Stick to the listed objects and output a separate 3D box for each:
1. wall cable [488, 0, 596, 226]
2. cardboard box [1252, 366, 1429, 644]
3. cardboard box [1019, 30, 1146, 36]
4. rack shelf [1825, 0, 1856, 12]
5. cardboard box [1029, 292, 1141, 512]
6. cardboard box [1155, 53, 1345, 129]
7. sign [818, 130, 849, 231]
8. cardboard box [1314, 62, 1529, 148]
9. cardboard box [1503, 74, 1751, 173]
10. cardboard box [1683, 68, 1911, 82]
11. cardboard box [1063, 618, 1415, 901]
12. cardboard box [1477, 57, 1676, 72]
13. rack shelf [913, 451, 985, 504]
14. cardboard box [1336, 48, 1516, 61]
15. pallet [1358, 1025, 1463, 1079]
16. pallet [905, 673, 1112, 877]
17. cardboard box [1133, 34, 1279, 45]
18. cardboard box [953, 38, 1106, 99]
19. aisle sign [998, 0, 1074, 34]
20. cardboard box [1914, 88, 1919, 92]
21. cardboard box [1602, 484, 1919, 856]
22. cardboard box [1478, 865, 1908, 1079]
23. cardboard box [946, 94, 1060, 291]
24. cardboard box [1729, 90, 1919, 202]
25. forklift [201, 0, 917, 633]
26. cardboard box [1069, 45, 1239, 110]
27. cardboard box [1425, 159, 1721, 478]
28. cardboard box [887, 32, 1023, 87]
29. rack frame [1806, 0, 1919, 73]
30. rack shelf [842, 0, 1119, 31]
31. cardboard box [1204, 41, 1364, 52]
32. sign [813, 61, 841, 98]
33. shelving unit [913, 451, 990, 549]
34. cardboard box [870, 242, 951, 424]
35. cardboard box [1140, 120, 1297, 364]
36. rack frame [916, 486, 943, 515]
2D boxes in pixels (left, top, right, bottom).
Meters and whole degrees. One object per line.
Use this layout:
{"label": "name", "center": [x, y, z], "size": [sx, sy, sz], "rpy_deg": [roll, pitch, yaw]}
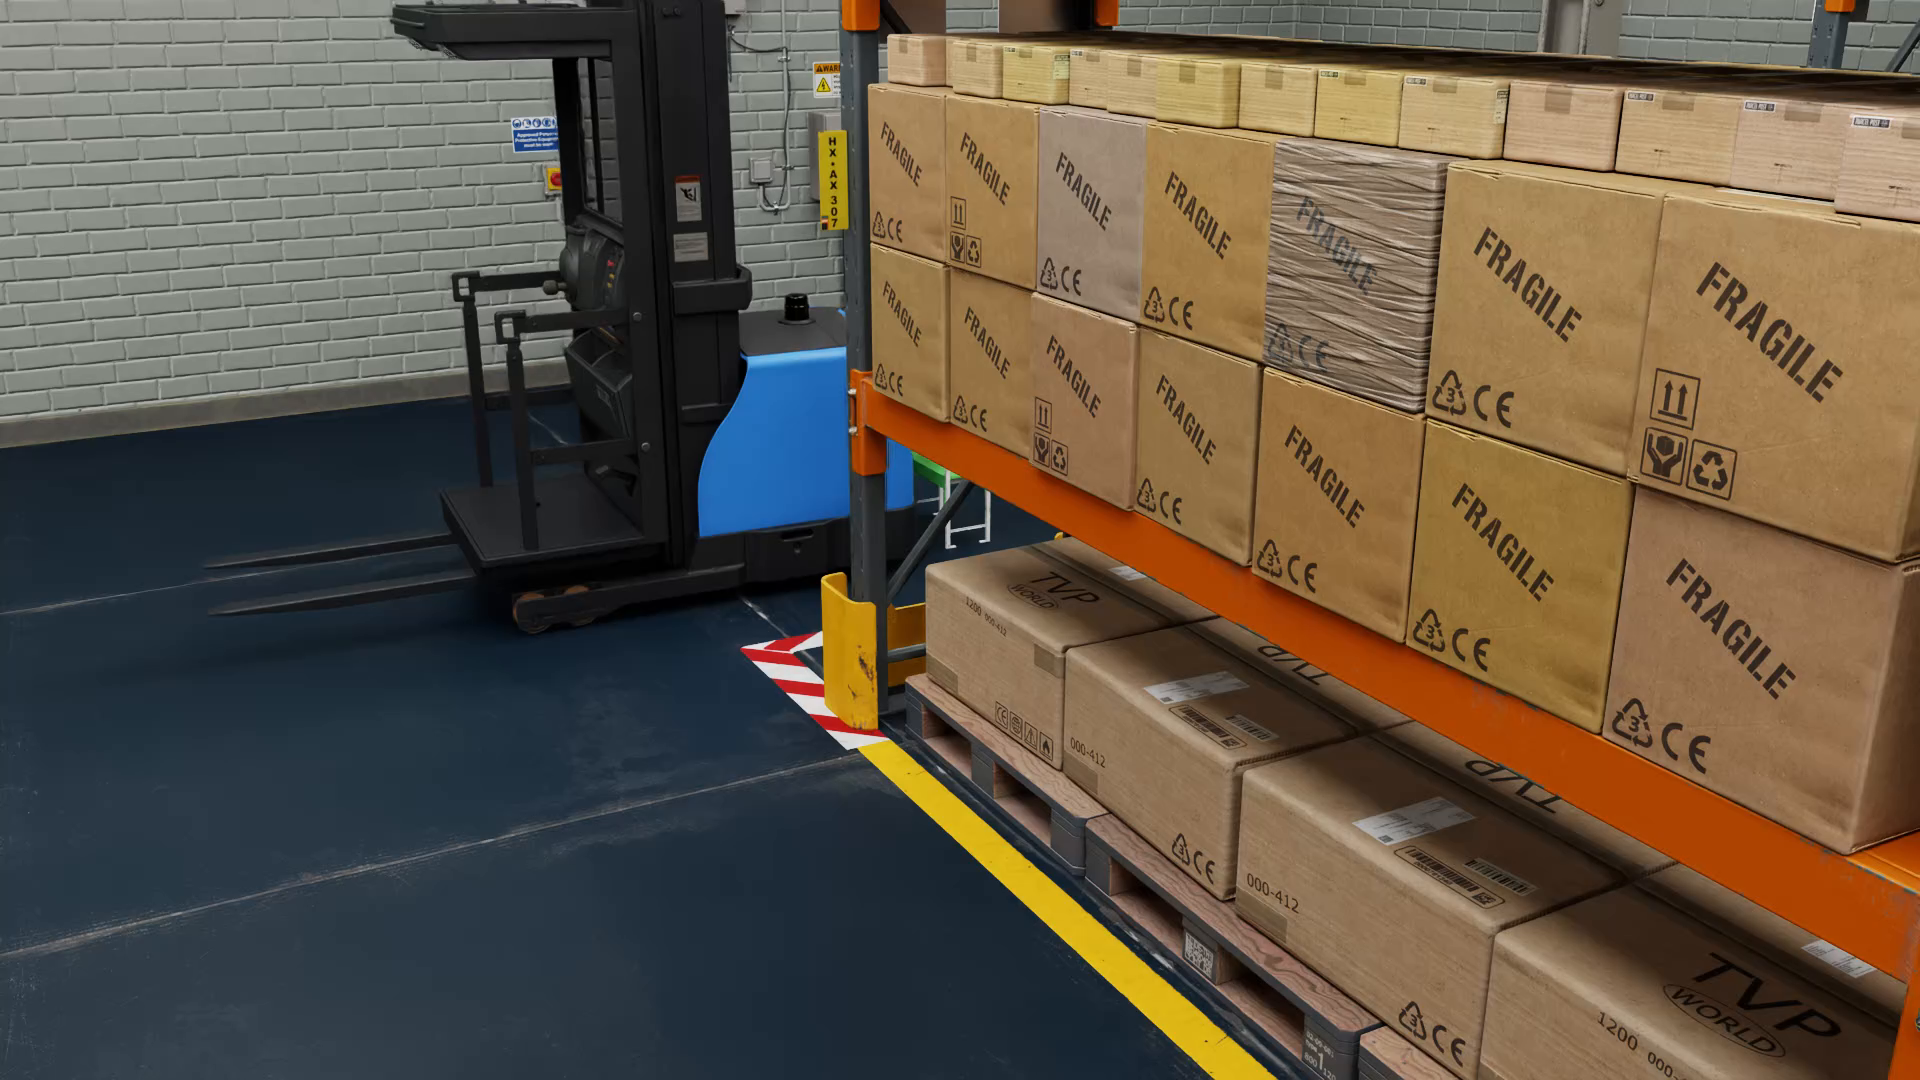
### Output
{"label": "wall cable", "center": [-2.630, -2.953, 10.484], "size": [0.585, 1.953, 0.123], "rpy_deg": [-10, 21, -27]}
{"label": "cardboard box", "center": [1.021, -0.124, 3.739], "size": [0.500, 0.500, 0.500], "rpy_deg": [-10, 22, -27]}
{"label": "cardboard box", "center": [0.415, -1.597, 5.480], "size": [0.380, 0.149, 0.250], "rpy_deg": [-10, 21, -26]}
{"label": "rack shelf", "center": [5.384, -2.116, 6.170], "size": [1.077, 0.370, 4.000], "rpy_deg": [-10, 21, -27]}
{"label": "cardboard box", "center": [0.534, -0.418, 4.590], "size": [0.500, 0.500, 0.500], "rpy_deg": [-10, 21, -27]}
{"label": "cardboard box", "center": [0.692, -1.073, 3.960], "size": [0.380, 0.149, 0.250], "rpy_deg": [-11, 22, -28]}
{"label": "sign", "center": [-0.423, -1.205, 5.576], "size": [0.100, 0.325, 0.005], "rpy_deg": [-10, 21, -27]}
{"label": "cardboard box", "center": [0.990, -0.937, 3.567], "size": [0.380, 0.149, 0.250], "rpy_deg": [-10, 22, -28]}
{"label": "cardboard box", "center": [1.265, -0.795, 3.157], "size": [0.380, 0.149, 0.250], "rpy_deg": [-10, 21, -27]}
{"label": "cardboard box", "center": [1.687, -0.870, 3.375], "size": [0.380, 0.149, 0.250], "rpy_deg": [-10, 21, -27]}
{"label": "cardboard box", "center": [0.911, 0.606, 5.062], "size": [0.875, 0.438, 0.875], "rpy_deg": [-9, 21, -25]}
{"label": "cardboard box", "center": [1.395, -1.010, 3.781], "size": [0.380, 0.149, 0.250], "rpy_deg": [-10, 21, -27]}
{"label": "rack shelf", "center": [-0.079, -0.327, 8.173], "size": [0.258, 0.148, 0.480], "rpy_deg": [-10, 21, -27]}
{"label": "cardboard box", "center": [1.177, -1.161, 4.217], "size": [0.380, 0.149, 0.250], "rpy_deg": [-9, 21, -25]}
{"label": "pallet", "center": [1.675, 1.394, 3.769], "size": [1.003, 0.211, 1.213], "rpy_deg": [-10, 21, -27]}
{"label": "pallet", "center": [0.516, 0.693, 5.799], "size": [1.003, 0.211, 1.213], "rpy_deg": [-10, 21, -27]}
{"label": "cardboard box", "center": [0.753, -1.467, 5.103], "size": [0.380, 0.149, 0.250], "rpy_deg": [-10, 22, -27]}
{"label": "cardboard box", "center": [0.202, -1.368, 4.816], "size": [0.380, 0.149, 0.250], "rpy_deg": [-9, 21, -25]}
{"label": "aisle sign", "center": [0.307, -2.140, 5.749], "size": [0.394, 0.787, 0.004], "rpy_deg": [-10, 21, -27]}
{"label": "cardboard box", "center": [1.910, -0.723, 2.946], "size": [0.380, 0.149, 0.250], "rpy_deg": [-10, 21, -26]}
{"label": "cardboard box", "center": [1.522, 0.165, 2.901], "size": [0.500, 0.500, 0.500], "rpy_deg": [-10, 21, -26]}
{"label": "cardboard box", "center": [1.764, 1.122, 3.567], "size": [0.875, 0.438, 0.875], "rpy_deg": [-10, 22, -27]}
{"label": "cardboard box", "center": [0.297, -1.033, 4.841], "size": [0.500, 0.500, 0.500], "rpy_deg": [-11, 22, -28]}
{"label": "cardboard box", "center": [1.511, -0.652, 2.743], "size": [0.380, 0.149, 0.250], "rpy_deg": [-9, 21, -25]}
{"label": "forklift", "center": [-1.757, -1.190, 7.086], "size": [3.031, 2.935, 1.130], "rpy_deg": [-9, 21, -24]}
{"label": "cardboard box", "center": [0.514, -1.228, 4.410], "size": [0.380, 0.149, 0.250], "rpy_deg": [-10, 21, -26]}
{"label": "cardboard box", "center": [1.266, -0.454, 3.162], "size": [0.500, 0.500, 0.500], "rpy_deg": [-10, 22, -27]}
{"label": "cardboard box", "center": [-0.007, -1.524, 5.270], "size": [0.380, 0.149, 0.250], "rpy_deg": [-9, 21, -26]}
{"label": "rack frame", "center": [4.434, -1.612, 8.206], "size": [1.000, 3.000, 0.127], "rpy_deg": [-10, 21, -27]}
{"label": "rack shelf", "center": [1.018, -1.346, 3.939], "size": [1.077, 0.370, 4.000], "rpy_deg": [-10, 21, -27]}
{"label": "cardboard box", "center": [0.898, -1.302, 4.626], "size": [0.380, 0.149, 0.250], "rpy_deg": [-10, 22, -27]}
{"label": "sign", "center": [-0.859, -3.182, 11.489], "size": [0.339, 0.242, 0.001], "rpy_deg": [-10, 21, -27]}
{"label": "shelving unit", "center": [-0.079, -0.615, 8.073], "size": [0.258, 1.200, 0.503], "rpy_deg": [-10, 21, -27]}
{"label": "cardboard box", "center": [0.043, -0.707, 5.430], "size": [0.500, 0.500, 0.500], "rpy_deg": [-10, 21, -27]}
{"label": "cardboard box", "center": [0.786, -0.744, 4.002], "size": [0.500, 0.500, 0.500], "rpy_deg": [-10, 21, -26]}
{"label": "rack frame", "center": [-0.195, -0.685, 8.276], "size": [0.240, 1.200, 0.015], "rpy_deg": [-10, 21, -27]}
